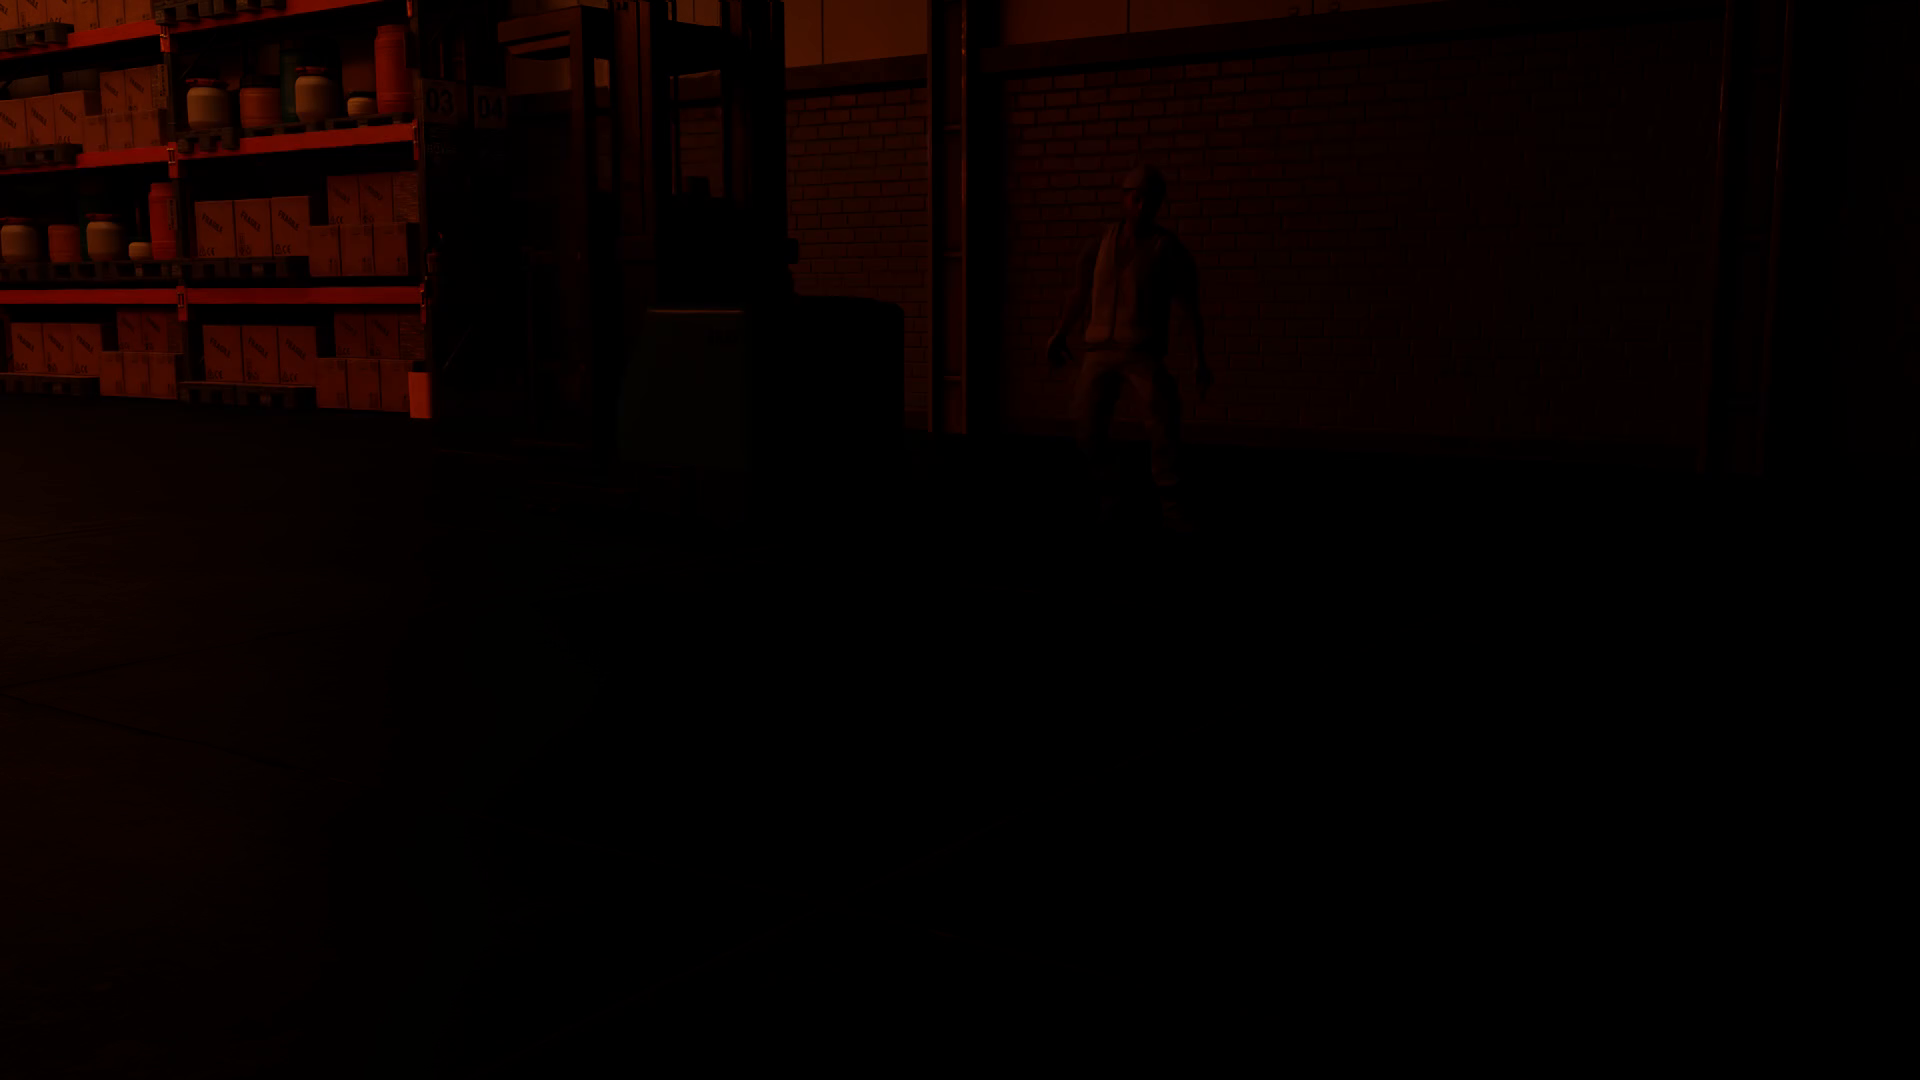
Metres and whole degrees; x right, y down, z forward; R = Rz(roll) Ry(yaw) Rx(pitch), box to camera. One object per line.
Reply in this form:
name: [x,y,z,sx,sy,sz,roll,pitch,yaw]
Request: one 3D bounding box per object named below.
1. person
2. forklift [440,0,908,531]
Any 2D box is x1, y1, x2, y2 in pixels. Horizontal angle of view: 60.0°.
person: [0.795,-0.893,7.926,0.894,1.734,0.503,5,10,32]
forklift: [-1.688,-1.643,8.748,3.031,2.935,1.130,7,11,42]
